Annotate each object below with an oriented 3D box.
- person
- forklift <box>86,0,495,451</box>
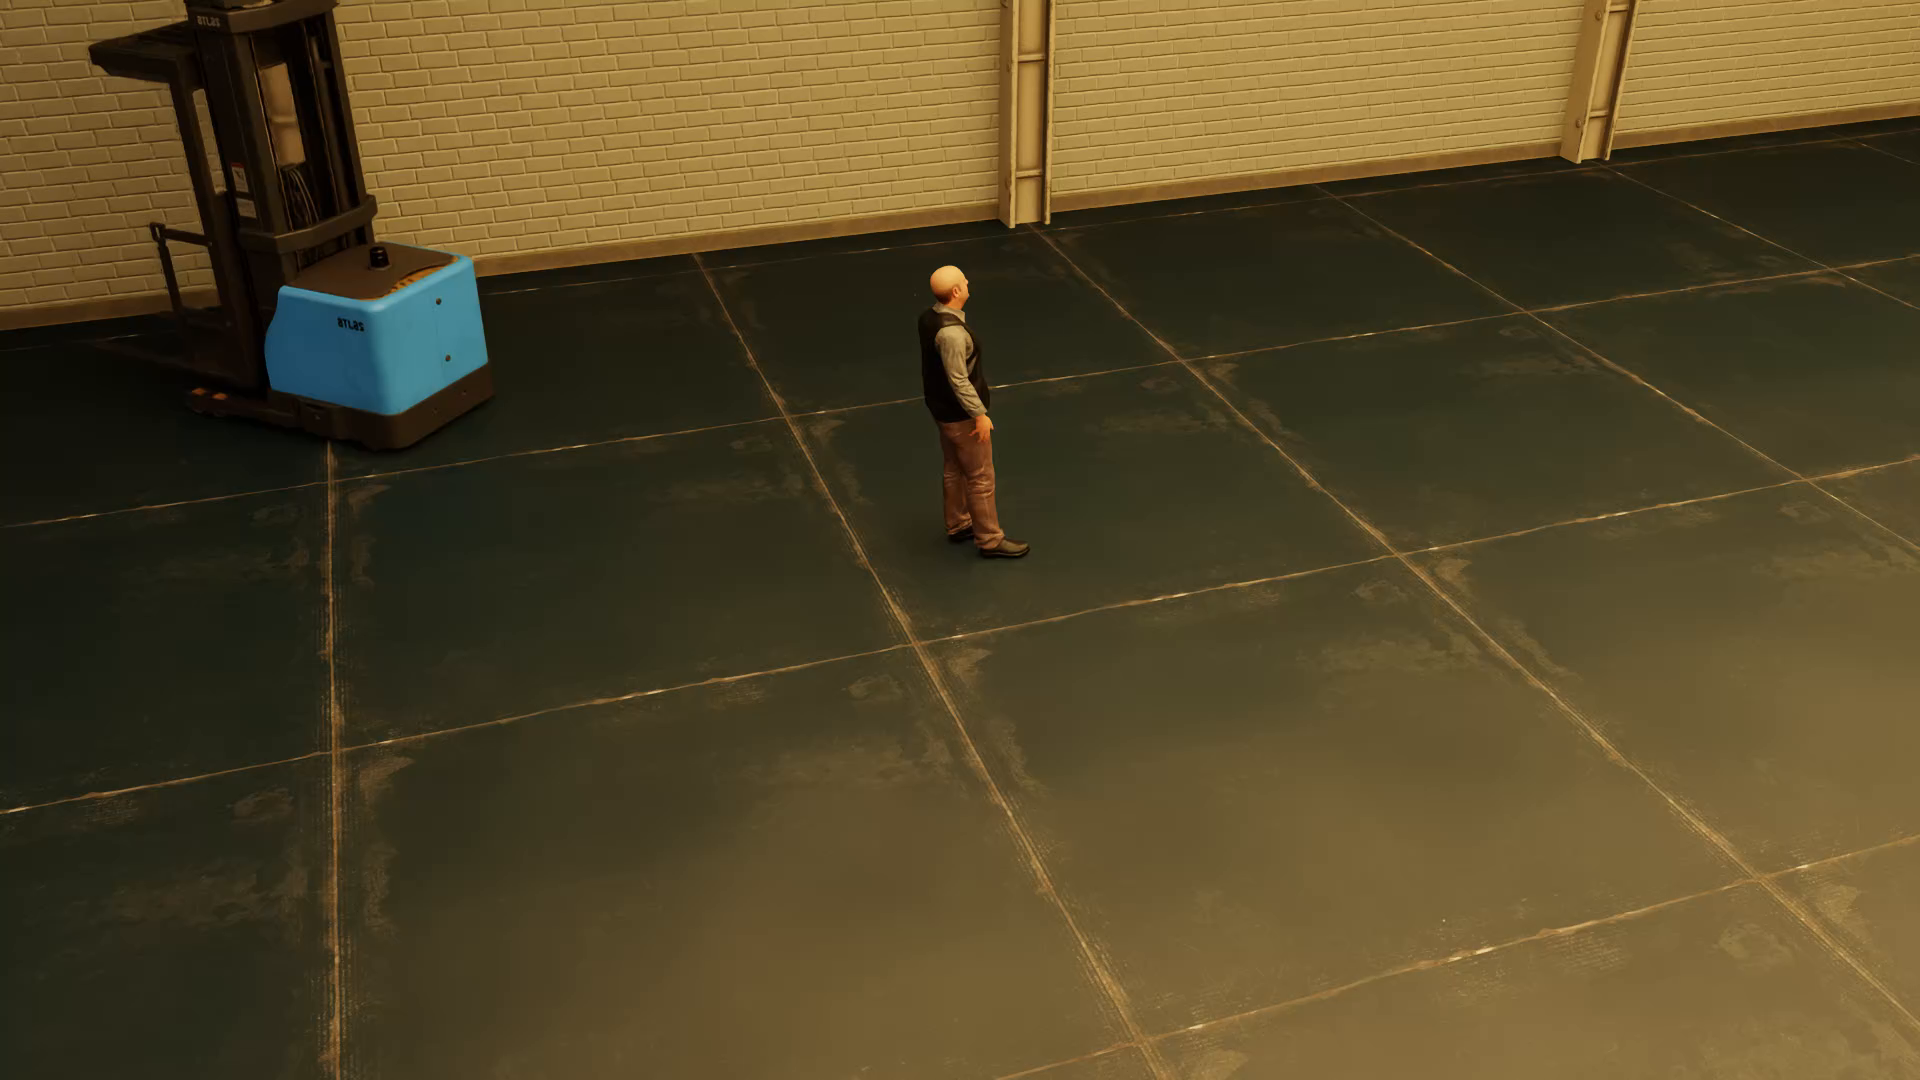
[{"bbox_3d":[0.061,-0.758,9.603,0.568,1.720,0.632,-10,31,-16],"label":"person"},{"bbox_3d":[-4.825,-2.340,11.154,3.031,2.935,1.130,13,32,21],"label":"forklift"}]
